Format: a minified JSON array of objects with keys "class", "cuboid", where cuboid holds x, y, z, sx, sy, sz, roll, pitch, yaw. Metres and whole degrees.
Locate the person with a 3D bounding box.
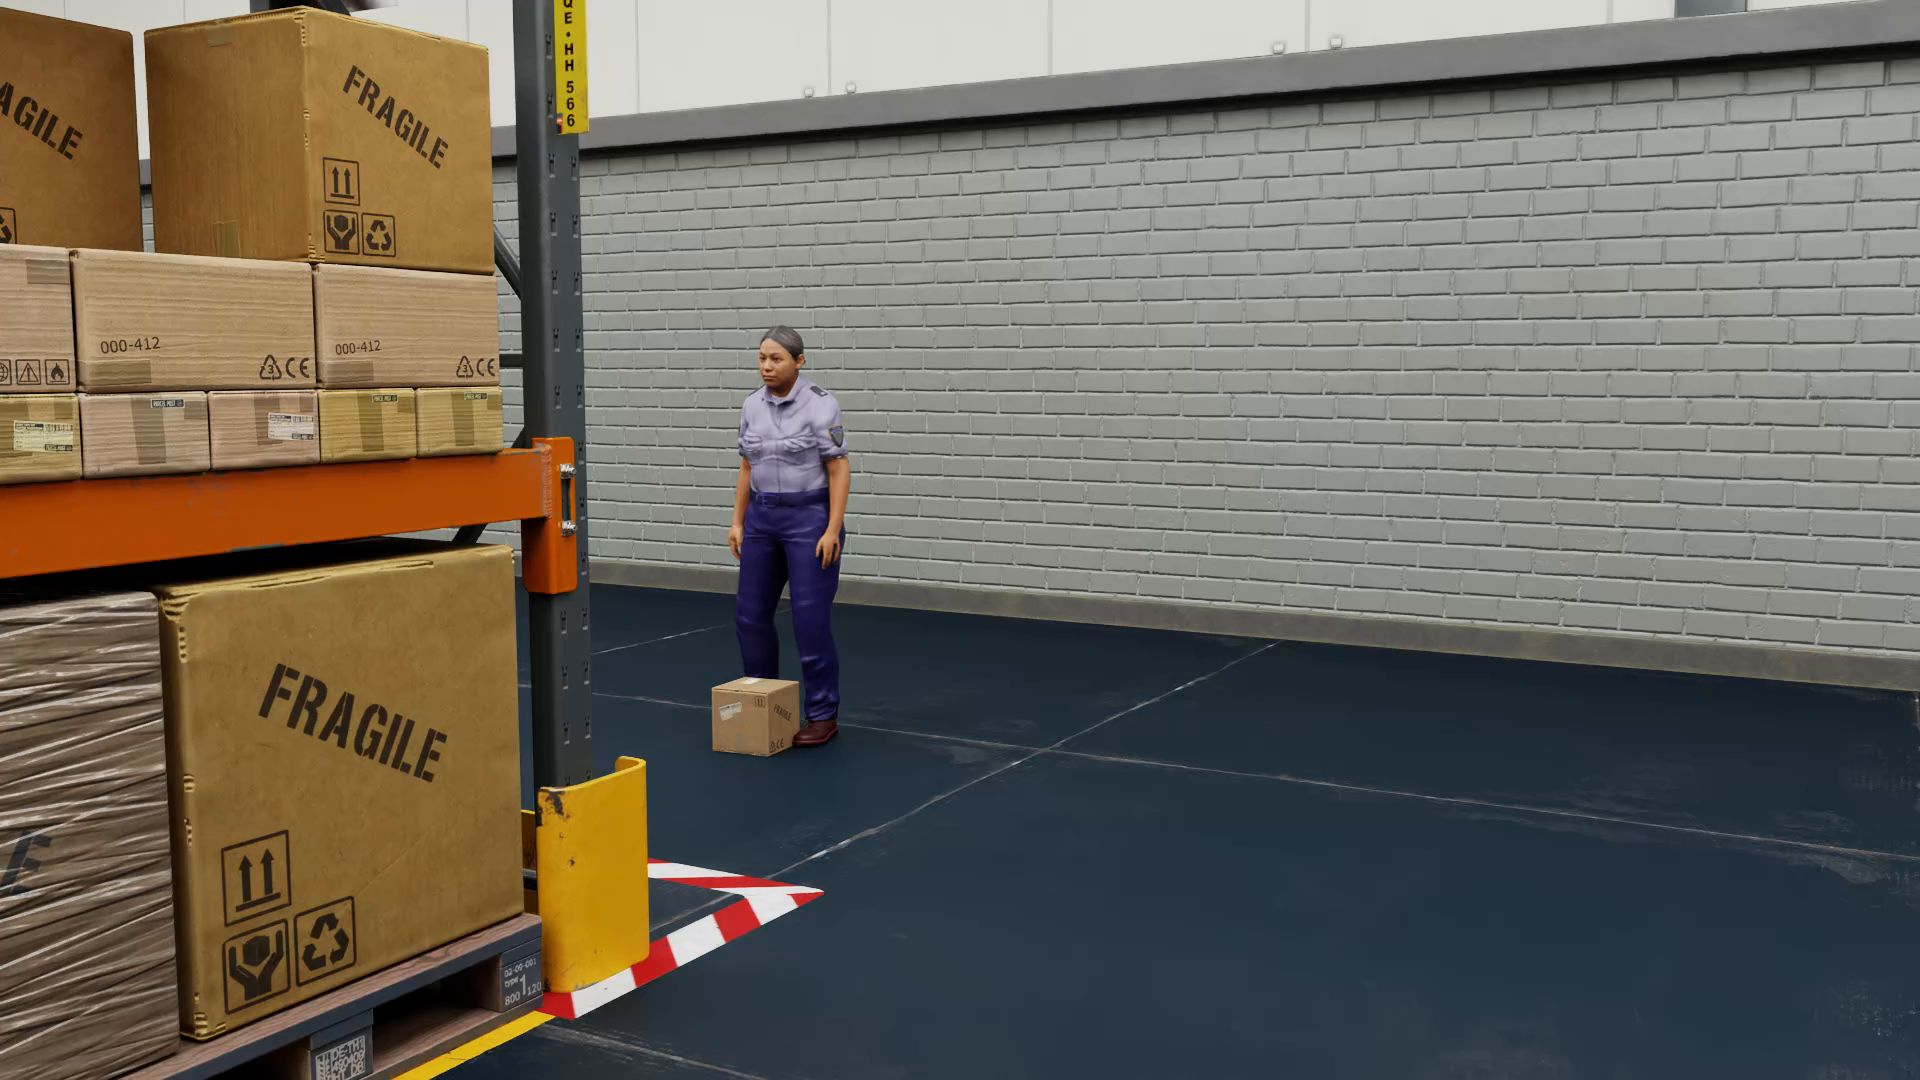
[{"class":"person","cuboid":[-0.687,-0.027,6.662,0.539,1.652,0.370,3,7,29]}]
